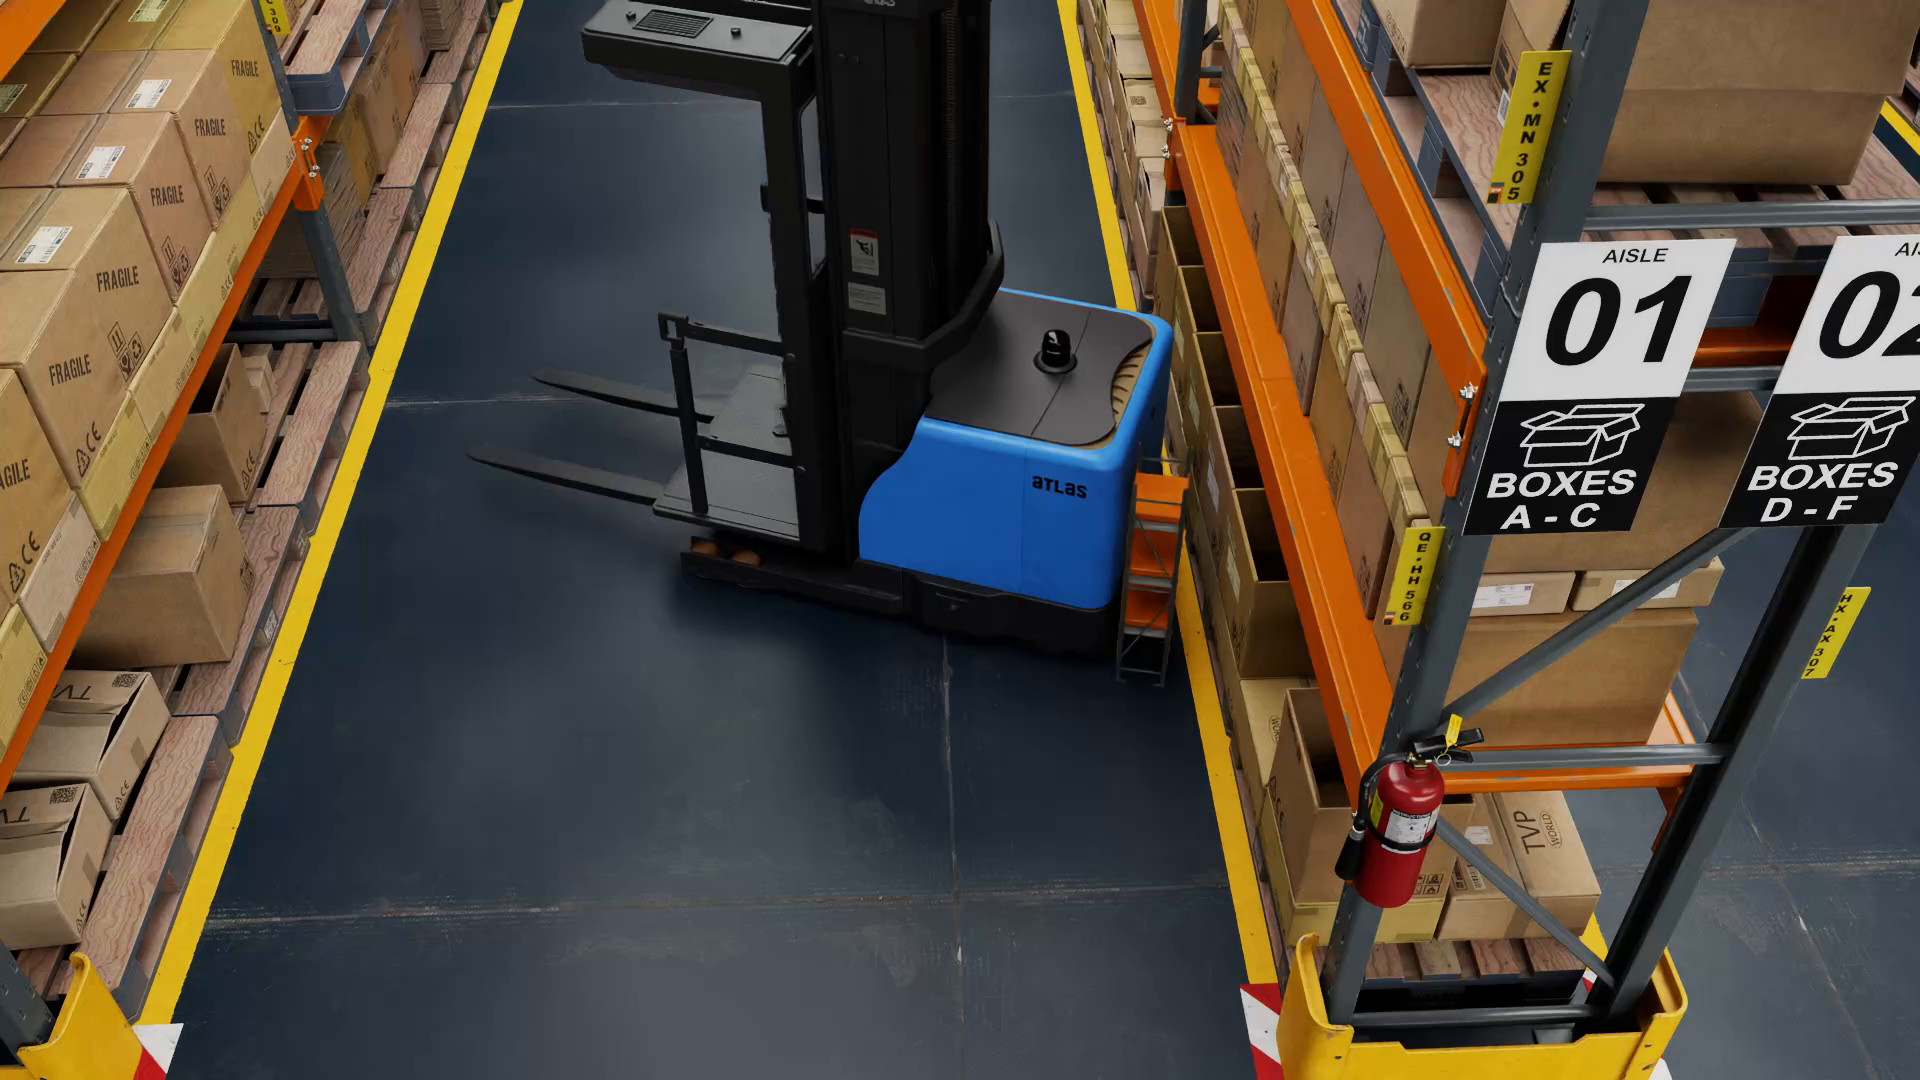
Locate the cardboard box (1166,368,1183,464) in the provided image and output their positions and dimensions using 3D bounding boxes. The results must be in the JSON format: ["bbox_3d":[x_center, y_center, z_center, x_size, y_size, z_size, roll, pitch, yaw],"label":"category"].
[{"bbox_3d":[1.212,-0.583,7.540,0.500,0.250,0.500,-2,43,-2],"label":"cardboard box"}]

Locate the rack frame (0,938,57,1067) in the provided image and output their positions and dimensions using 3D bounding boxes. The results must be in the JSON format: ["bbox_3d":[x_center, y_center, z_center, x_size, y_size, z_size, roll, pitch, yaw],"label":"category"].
[{"bbox_3d":[-3.297,0.744,4.369,0.949,2.616,0.053,-2,43,-2],"label":"rack frame"}]

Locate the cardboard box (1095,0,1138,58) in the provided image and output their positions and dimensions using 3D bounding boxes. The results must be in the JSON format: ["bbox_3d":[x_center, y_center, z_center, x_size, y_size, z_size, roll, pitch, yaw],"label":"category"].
[{"bbox_3d":[1.088,-3.089,9.859,0.500,0.311,0.500,-3,43,-3],"label":"cardboard box"}]

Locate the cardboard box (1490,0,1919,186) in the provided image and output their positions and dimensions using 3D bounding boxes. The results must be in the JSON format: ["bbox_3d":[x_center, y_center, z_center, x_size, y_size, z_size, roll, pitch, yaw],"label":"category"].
[{"bbox_3d":[1.629,-1.139,3.712,0.797,0.503,0.637,1,43,1],"label":"cardboard box"}]

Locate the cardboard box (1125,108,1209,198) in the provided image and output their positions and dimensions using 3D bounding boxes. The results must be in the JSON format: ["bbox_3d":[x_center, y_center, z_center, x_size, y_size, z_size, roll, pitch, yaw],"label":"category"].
[{"bbox_3d":[1.147,-2.066,8.742,0.500,0.311,0.500,-1,43,-1],"label":"cardboard box"}]

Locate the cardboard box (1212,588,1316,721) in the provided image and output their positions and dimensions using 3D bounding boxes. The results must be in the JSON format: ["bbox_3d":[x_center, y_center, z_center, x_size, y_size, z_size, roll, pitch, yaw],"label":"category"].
[{"bbox_3d":[1.275,0.430,6.435,0.500,0.250,0.500,-2,43,-2],"label":"cardboard box"}]

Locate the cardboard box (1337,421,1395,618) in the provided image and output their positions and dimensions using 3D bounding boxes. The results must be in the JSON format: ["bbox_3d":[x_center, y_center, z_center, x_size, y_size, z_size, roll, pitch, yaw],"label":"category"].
[{"bbox_3d":[1.615,-0.108,5.223,0.700,0.500,0.500,-1,43,-1],"label":"cardboard box"}]

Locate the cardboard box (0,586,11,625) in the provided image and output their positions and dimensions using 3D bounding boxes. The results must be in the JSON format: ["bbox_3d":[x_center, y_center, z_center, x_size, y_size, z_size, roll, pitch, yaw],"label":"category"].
[{"bbox_3d":[-3.020,0.184,4.520,0.500,0.500,0.500,-2,43,-2],"label":"cardboard box"}]

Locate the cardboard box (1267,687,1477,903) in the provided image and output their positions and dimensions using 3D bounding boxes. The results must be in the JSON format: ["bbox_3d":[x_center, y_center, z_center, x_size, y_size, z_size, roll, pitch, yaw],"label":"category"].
[{"bbox_3d":[1.329,0.828,5.446,0.500,0.500,0.500,-2,43,-2],"label":"cardboard box"}]

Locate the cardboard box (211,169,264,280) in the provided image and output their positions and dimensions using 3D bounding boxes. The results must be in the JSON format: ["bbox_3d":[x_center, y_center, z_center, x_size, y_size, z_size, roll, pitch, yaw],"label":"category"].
[{"bbox_3d":[-3.134,-1.261,6.652,0.500,0.250,0.500,-1,43,-2],"label":"cardboard box"}]

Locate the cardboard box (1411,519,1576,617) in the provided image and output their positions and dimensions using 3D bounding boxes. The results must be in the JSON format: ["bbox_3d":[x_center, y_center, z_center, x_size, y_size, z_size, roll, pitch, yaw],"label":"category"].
[{"bbox_3d":[1.442,0.071,4.549,0.380,0.149,0.250,-2,43,-3],"label":"cardboard box"}]

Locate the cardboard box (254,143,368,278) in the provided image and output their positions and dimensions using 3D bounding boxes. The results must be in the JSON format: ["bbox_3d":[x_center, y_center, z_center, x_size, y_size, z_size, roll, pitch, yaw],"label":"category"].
[{"bbox_3d":[-3.518,-1.694,8.552,0.700,0.500,0.500,0,43,0],"label":"cardboard box"}]

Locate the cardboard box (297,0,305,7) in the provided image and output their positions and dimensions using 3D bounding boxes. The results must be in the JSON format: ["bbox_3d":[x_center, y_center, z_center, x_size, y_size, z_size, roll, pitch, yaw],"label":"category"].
[{"bbox_3d":[-3.474,-2.878,7.920,0.700,0.500,0.500,2,43,3],"label":"cardboard box"}]

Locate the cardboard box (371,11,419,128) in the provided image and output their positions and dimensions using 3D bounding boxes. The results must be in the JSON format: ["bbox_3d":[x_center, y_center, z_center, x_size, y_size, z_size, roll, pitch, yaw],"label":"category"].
[{"bbox_3d":[-3.602,-2.727,9.680,0.700,0.500,0.500,-2,43,-2],"label":"cardboard box"}]

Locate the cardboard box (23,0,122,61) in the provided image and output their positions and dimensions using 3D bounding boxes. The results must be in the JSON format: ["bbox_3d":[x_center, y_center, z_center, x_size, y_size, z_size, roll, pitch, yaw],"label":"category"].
[{"bbox_3d":[-3.659,-1.862,6.752,0.500,0.500,0.500,-3,43,-3],"label":"cardboard box"}]

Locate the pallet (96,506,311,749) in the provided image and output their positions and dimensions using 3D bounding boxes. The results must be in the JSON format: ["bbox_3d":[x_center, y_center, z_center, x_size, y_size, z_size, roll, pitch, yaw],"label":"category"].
[{"bbox_3d":[-3.351,0.349,6.862,1.003,0.211,1.213,-2,43,-2],"label":"pallet"}]

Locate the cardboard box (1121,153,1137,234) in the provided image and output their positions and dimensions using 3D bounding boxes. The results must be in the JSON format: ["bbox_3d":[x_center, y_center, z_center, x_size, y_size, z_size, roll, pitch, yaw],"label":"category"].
[{"bbox_3d":[1.152,-1.856,8.928,0.500,0.250,0.500,-2,43,-2],"label":"cardboard box"}]

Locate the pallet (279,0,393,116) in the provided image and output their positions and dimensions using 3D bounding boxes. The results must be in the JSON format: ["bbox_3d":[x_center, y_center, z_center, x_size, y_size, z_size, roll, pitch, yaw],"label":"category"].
[{"bbox_3d":[-3.357,-2.406,7.947,1.003,0.211,1.213,-2,43,-2],"label":"pallet"}]

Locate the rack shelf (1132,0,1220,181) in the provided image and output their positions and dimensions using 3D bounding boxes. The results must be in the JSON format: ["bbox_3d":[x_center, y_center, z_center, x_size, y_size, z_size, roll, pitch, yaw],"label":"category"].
[{"bbox_3d":[1.394,-3.186,9.188,1.077,0.370,4.000,-2,43,-2],"label":"rack shelf"}]

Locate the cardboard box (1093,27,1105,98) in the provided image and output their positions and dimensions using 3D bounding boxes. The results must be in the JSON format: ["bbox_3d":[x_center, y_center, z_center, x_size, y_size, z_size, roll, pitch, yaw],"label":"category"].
[{"bbox_3d":[1.088,-2.891,10.058,0.500,0.250,0.500,-3,43,-3],"label":"cardboard box"}]

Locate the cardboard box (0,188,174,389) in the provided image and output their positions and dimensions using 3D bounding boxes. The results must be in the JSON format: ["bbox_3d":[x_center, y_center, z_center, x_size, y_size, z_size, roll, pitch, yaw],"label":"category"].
[{"bbox_3d":[-3.080,-0.847,5.645,0.500,0.500,0.500,0,43,0],"label":"cardboard box"}]

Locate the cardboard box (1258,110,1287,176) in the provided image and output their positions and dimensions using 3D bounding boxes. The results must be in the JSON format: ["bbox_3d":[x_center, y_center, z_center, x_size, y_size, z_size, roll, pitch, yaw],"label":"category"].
[{"bbox_3d":[1.342,-1.501,6.263,0.380,0.149,0.250,-3,43,-3],"label":"cardboard box"}]

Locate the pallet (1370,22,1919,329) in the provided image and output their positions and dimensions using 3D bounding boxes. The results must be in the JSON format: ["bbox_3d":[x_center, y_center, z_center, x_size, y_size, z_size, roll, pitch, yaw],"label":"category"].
[{"bbox_3d":[1.645,-0.952,4.064,1.003,0.211,1.213,-2,43,-2],"label":"pallet"}]

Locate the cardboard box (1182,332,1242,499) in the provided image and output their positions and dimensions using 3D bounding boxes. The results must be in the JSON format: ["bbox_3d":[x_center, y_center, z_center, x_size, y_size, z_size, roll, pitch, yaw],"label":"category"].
[{"bbox_3d":[1.229,-0.522,6.918,0.500,0.500,0.500,-2,43,-2],"label":"cardboard box"}]

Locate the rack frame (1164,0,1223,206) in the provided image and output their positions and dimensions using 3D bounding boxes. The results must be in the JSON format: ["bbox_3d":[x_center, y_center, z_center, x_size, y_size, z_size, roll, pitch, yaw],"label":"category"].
[{"bbox_3d":[1.479,-2.101,7.472,1.000,3.000,0.127,-2,43,-2],"label":"rack frame"}]

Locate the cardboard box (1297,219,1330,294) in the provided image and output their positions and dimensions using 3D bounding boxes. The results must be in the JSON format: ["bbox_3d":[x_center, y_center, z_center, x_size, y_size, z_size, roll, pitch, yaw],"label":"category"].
[{"bbox_3d":[1.374,-0.977,5.691,0.380,0.149,0.250,-2,43,-2],"label":"cardboard box"}]

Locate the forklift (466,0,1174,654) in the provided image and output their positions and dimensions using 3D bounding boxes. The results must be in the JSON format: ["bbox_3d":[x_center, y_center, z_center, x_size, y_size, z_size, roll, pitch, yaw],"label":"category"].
[{"bbox_3d":[-0.686,-1.200,6.540,3.031,2.935,1.130,12,44,13],"label":"forklift"}]

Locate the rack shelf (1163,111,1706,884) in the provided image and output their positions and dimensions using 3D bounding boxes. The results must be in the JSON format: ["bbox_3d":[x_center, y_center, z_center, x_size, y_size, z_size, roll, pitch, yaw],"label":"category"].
[{"bbox_3d":[1.564,-0.486,6.242,1.077,0.370,4.000,-2,43,-2],"label":"rack shelf"}]

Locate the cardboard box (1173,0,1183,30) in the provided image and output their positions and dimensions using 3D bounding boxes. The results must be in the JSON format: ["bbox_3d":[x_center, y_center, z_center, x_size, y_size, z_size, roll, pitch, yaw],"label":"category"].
[{"bbox_3d":[1.258,-2.640,8.160,0.396,0.266,0.258,-3,43,-3],"label":"cardboard box"}]

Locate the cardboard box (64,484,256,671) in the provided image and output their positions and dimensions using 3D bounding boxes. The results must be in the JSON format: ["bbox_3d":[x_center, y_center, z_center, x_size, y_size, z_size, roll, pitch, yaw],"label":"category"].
[{"bbox_3d":[-3.245,0.152,6.539,0.700,0.500,0.500,-4,43,-4],"label":"cardboard box"}]

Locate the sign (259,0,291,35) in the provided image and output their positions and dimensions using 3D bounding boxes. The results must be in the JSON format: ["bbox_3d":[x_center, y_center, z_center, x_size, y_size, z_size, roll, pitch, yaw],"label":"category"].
[{"bbox_3d":[-2.928,-2.297,7.045,0.100,0.325,0.005,-2,43,-2],"label":"sign"}]

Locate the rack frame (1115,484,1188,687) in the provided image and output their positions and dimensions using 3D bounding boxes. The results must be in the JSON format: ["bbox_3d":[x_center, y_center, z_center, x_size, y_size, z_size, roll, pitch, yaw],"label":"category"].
[{"bbox_3d":[0.730,0.195,6.410,0.200,1.050,0.008,7,43,7],"label":"rack frame"}]

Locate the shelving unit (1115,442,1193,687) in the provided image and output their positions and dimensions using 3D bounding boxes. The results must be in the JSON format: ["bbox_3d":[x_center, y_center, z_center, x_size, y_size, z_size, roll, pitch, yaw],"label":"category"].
[{"bbox_3d":[0.751,0.113,6.499,0.215,1.050,0.252,7,43,7],"label":"shelving unit"}]

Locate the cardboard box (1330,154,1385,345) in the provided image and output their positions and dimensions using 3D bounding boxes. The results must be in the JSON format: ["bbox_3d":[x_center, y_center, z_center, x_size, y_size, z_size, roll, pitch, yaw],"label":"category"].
[{"bbox_3d":[1.590,-0.962,5.196,0.700,0.500,0.500,-1,43,-2],"label":"cardboard box"}]

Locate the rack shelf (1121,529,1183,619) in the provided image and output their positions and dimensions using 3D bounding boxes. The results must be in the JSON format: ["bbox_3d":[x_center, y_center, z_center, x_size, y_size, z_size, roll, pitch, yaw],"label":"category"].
[{"bbox_3d":[0.751,0.121,6.506,0.215,0.259,0.240,7,43,7],"label":"rack shelf"}]

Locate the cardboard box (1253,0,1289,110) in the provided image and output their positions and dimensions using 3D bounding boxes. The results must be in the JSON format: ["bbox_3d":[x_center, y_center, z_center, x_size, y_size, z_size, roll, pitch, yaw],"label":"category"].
[{"bbox_3d":[1.527,-1.976,6.301,0.700,0.500,0.500,-2,43,-2],"label":"cardboard box"}]

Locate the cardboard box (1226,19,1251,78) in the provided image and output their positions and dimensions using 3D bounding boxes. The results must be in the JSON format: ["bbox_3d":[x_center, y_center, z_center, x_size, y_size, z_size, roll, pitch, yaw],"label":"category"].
[{"bbox_3d":[1.308,-2.021,6.831,0.380,0.149,0.250,-1,43,-1],"label":"cardboard box"}]

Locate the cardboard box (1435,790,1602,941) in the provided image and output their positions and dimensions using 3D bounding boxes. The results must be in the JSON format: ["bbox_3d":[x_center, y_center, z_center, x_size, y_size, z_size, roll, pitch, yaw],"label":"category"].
[{"bbox_3d":[1.849,1.089,5.715,0.500,0.250,0.500,-2,43,-2],"label":"cardboard box"}]

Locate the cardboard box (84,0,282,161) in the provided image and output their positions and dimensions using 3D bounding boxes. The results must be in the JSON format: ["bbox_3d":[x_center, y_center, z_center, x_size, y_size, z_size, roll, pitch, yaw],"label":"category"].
[{"bbox_3d":[-3.141,-1.875,6.766,0.500,0.500,0.500,-2,43,-2],"label":"cardboard box"}]

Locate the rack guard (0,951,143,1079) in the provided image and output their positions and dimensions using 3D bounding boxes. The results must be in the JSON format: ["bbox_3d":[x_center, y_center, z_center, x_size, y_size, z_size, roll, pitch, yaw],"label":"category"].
[{"bbox_3d":[-3.303,1.614,5.269,1.175,0.500,0.348,-2,43,-2],"label":"rack guard"}]

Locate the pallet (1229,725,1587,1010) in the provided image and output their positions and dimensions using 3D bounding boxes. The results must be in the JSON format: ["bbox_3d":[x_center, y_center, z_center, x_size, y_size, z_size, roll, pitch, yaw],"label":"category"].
[{"bbox_3d":[1.575,1.112,6.030,1.003,0.211,1.213,-2,43,-2],"label":"pallet"}]

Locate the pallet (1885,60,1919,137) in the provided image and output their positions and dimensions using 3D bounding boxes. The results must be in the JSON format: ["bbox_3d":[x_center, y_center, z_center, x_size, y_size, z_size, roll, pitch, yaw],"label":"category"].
[{"bbox_3d":[6.301,-2.568,10.045,1.003,0.211,1.213,-2,43,-2],"label":"pallet"}]

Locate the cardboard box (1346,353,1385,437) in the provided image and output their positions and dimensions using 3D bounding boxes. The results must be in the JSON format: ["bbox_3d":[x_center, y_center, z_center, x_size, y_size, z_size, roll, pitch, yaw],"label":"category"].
[{"bbox_3d":[1.411,-0.449,5.115,0.380,0.149,0.250,-1,43,-1],"label":"cardboard box"}]

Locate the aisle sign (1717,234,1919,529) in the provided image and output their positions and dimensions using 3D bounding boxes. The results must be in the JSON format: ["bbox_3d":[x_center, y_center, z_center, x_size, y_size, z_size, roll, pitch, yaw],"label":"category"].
[{"bbox_3d":[1.958,-0.324,3.609,0.394,0.787,0.004,-2,43,-2],"label":"aisle sign"}]

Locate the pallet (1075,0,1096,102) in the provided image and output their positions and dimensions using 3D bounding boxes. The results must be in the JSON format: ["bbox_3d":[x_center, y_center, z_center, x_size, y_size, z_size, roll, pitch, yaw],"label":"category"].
[{"bbox_3d":[1.305,-3.217,10.753,1.003,0.211,1.213,-2,43,-2],"label":"pallet"}]

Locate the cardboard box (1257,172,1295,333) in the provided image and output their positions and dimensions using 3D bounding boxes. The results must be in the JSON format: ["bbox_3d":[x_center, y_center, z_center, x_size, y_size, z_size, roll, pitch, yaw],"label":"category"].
[{"bbox_3d":[1.551,-1.144,6.354,0.700,0.500,0.500,-1,43,-1],"label":"cardboard box"}]

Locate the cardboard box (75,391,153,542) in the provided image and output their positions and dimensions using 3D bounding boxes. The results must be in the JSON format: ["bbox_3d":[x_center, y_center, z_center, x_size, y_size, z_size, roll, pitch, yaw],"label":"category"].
[{"bbox_3d":[-3.055,-0.241,5.539,0.500,0.250,0.500,-2,43,-2],"label":"cardboard box"}]
